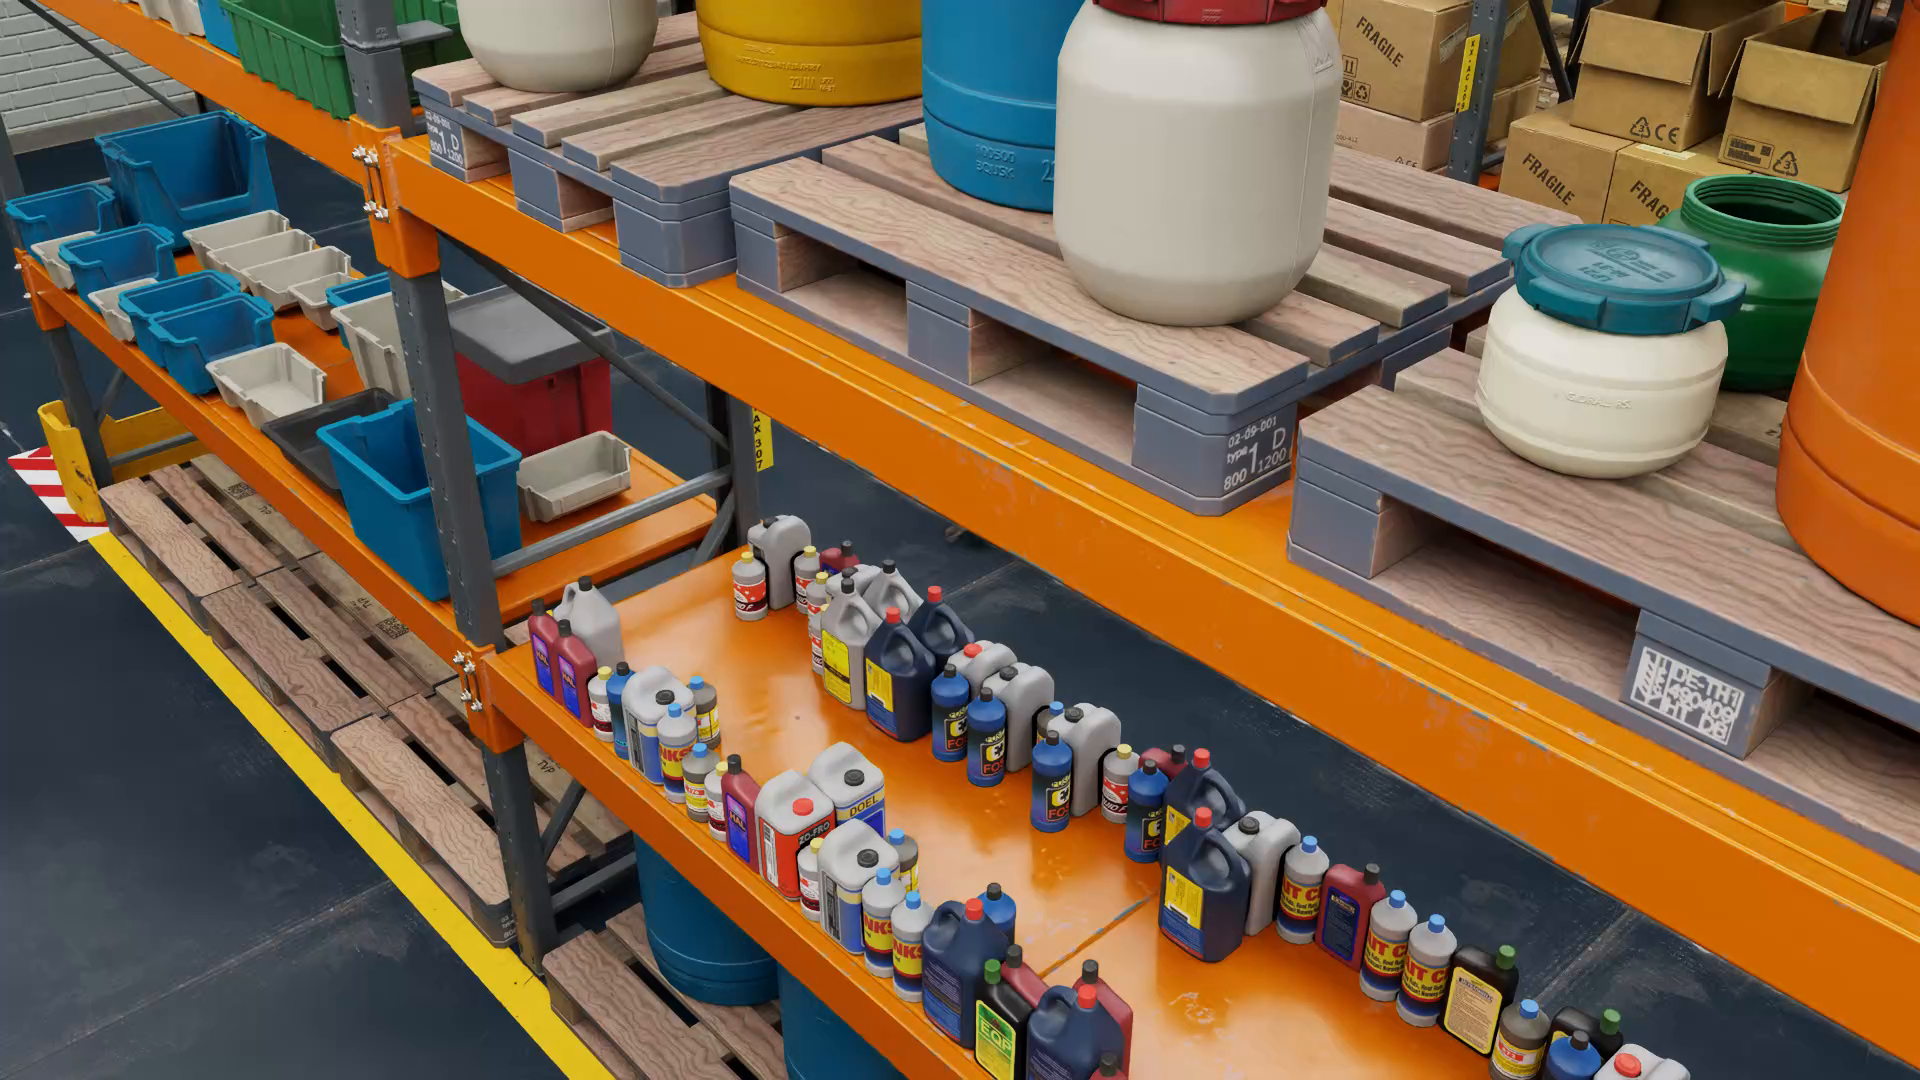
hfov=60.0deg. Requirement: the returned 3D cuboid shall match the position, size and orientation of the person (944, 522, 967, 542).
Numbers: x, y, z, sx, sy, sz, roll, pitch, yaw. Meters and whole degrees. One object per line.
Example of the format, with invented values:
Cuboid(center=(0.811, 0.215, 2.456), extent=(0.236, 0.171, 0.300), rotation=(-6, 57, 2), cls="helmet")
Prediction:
Cuboid(center=(0.020, -0.787, 7.348), extent=(0.428, 1.714, 0.433), rotation=(20, 37, 29), cls="person")
